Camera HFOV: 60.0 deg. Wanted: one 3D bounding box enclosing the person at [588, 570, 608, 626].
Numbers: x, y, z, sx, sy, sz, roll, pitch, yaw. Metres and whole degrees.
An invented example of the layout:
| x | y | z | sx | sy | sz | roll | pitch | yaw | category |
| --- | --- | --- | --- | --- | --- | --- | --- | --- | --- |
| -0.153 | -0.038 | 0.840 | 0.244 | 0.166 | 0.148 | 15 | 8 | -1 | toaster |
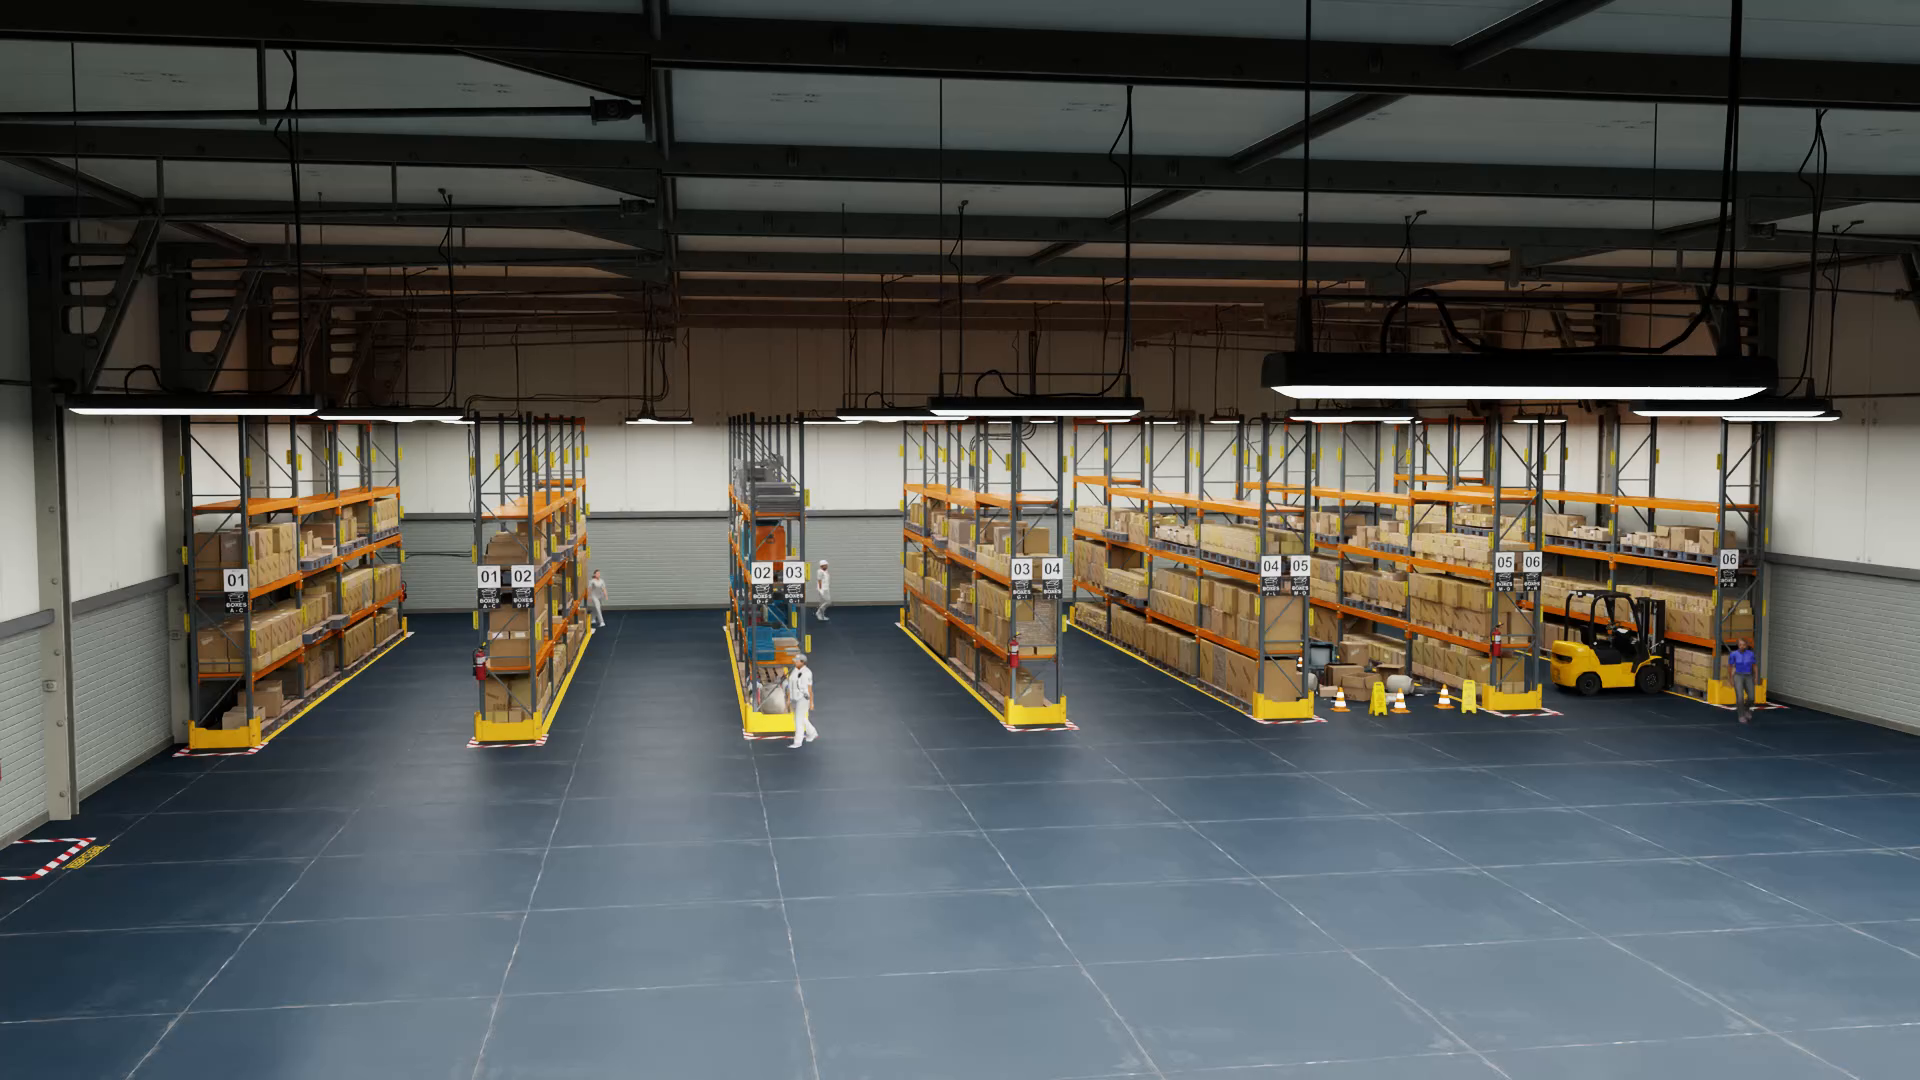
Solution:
| x | y | z | sx | sy | sz | roll | pitch | yaw | category |
| --- | --- | --- | --- | --- | --- | --- | --- | --- | --- |
| -10.412 | 1.651 | 47.743 | 0.471 | 1.603 | 1.105 | -4 | 5 | -44 | person |

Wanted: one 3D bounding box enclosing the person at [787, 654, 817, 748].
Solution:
| x | y | z | sx | sy | sz | roll | pitch | yaw | category |
| --- | --- | --- | --- | --- | --- | --- | --- | --- | --- |
| -2.832 | 2.861 | 29.889 | 0.787 | 1.646 | 0.480 | -3 | 5 | -39 | person |

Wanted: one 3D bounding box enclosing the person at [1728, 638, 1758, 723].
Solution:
| x | y | z | sx | sy | sz | roll | pitch | yaw | category |
| --- | --- | --- | --- | --- | --- | --- | --- | --- | --- |
| 15.230 | 2.712 | 32.360 | 0.522 | 1.640 | 0.448 | 1 | 4 | 11 | person |

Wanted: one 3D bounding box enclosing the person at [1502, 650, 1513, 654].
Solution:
| x | y | z | sx | sy | sz | roll | pitch | yaw | category |
| --- | --- | --- | --- | --- | --- | --- | --- | --- | --- |
| 12.446 | 2.372 | 37.916 | 0.519 | 1.562 | 0.703 | -1 | 4 | -7 | person |

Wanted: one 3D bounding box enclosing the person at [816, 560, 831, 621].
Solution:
| x | y | z | sx | sy | sz | roll | pitch | yaw | category |
| --- | --- | --- | --- | --- | --- | --- | --- | --- | --- |
| -4.037 | 1.484 | 48.996 | 0.454 | 1.782 | 0.592 | 0 | 4 | -5 | person |
